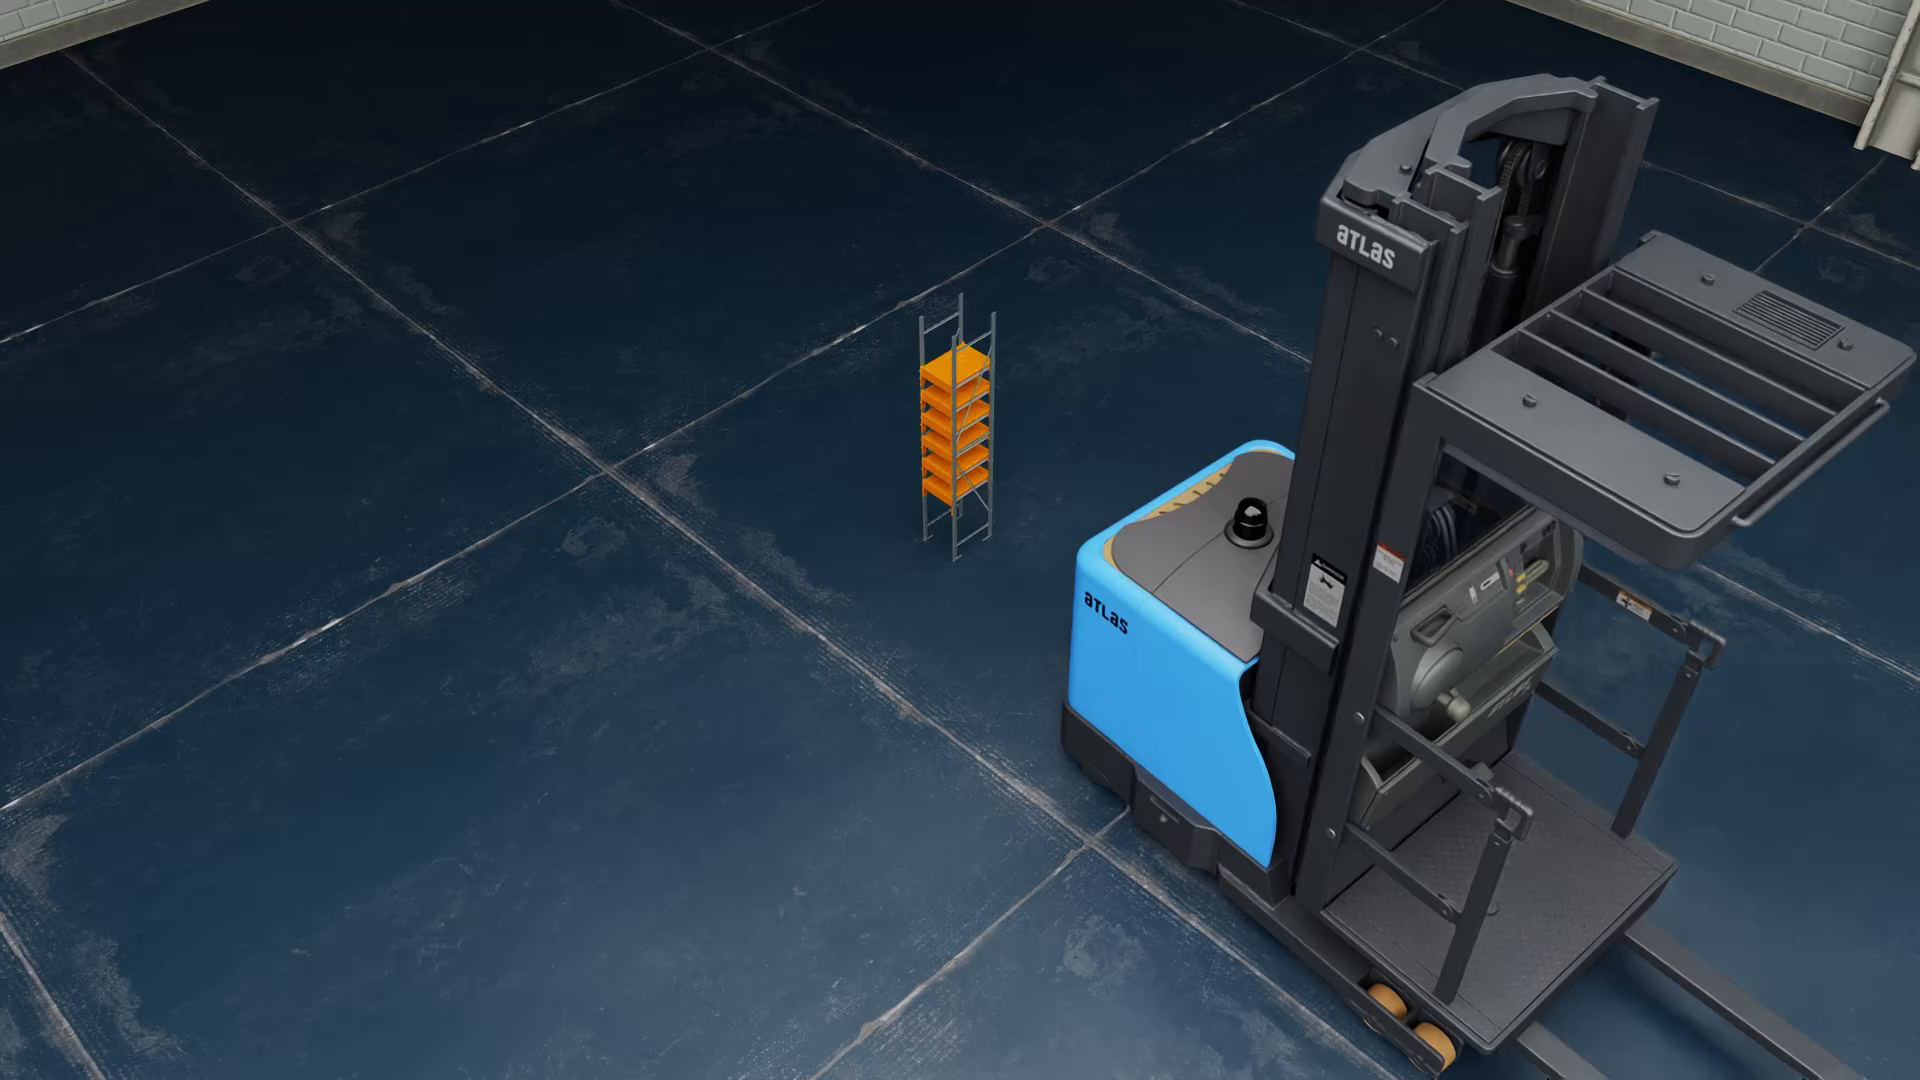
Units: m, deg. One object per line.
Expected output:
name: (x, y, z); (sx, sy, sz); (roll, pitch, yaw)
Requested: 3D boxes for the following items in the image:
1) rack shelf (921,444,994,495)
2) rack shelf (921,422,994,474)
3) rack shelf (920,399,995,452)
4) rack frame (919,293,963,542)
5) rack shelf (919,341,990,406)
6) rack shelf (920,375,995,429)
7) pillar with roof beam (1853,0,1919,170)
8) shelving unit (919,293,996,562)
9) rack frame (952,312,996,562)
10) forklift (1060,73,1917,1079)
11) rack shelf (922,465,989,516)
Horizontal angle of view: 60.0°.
rack shelf: (-0.010, -0.327, 7.079); (0.258, 0.103, 0.180); (-34, 53, -31)
rack shelf: (-0.010, -0.415, 6.998); (0.258, 0.103, 0.180); (-34, 53, -31)
rack shelf: (-0.010, -0.503, 6.916); (0.258, 0.103, 0.180); (-34, 53, -31)
rack frame: (-0.075, -0.492, 7.015); (0.240, 1.200, 0.006); (-34, 53, -31)
rack shelf: (-0.010, -0.679, 6.754); (0.258, 0.103, 0.180); (-34, 53, -31)
rack shelf: (-0.010, -0.591, 6.835); (0.258, 0.103, 0.180); (-34, 53, -31)
pillar with roof beam: (2.516, -3.563, 4.593); (9.100, 9.000, 0.400); (-34, 53, -31)
shelving unit: (-0.010, -0.448, 6.968); (0.258, 1.200, 0.189); (-34, 53, -31)
rack frame: (0.054, -0.404, 6.920); (0.240, 1.200, 0.006); (-34, 53, -31)
forklift: (1.732, 0.282, 4.902); (1.130, 2.935, 3.031); (-30, 51, -29)
rack shelf: (-0.010, -0.239, 7.161); (0.258, 0.103, 0.180); (-34, 53, -31)
